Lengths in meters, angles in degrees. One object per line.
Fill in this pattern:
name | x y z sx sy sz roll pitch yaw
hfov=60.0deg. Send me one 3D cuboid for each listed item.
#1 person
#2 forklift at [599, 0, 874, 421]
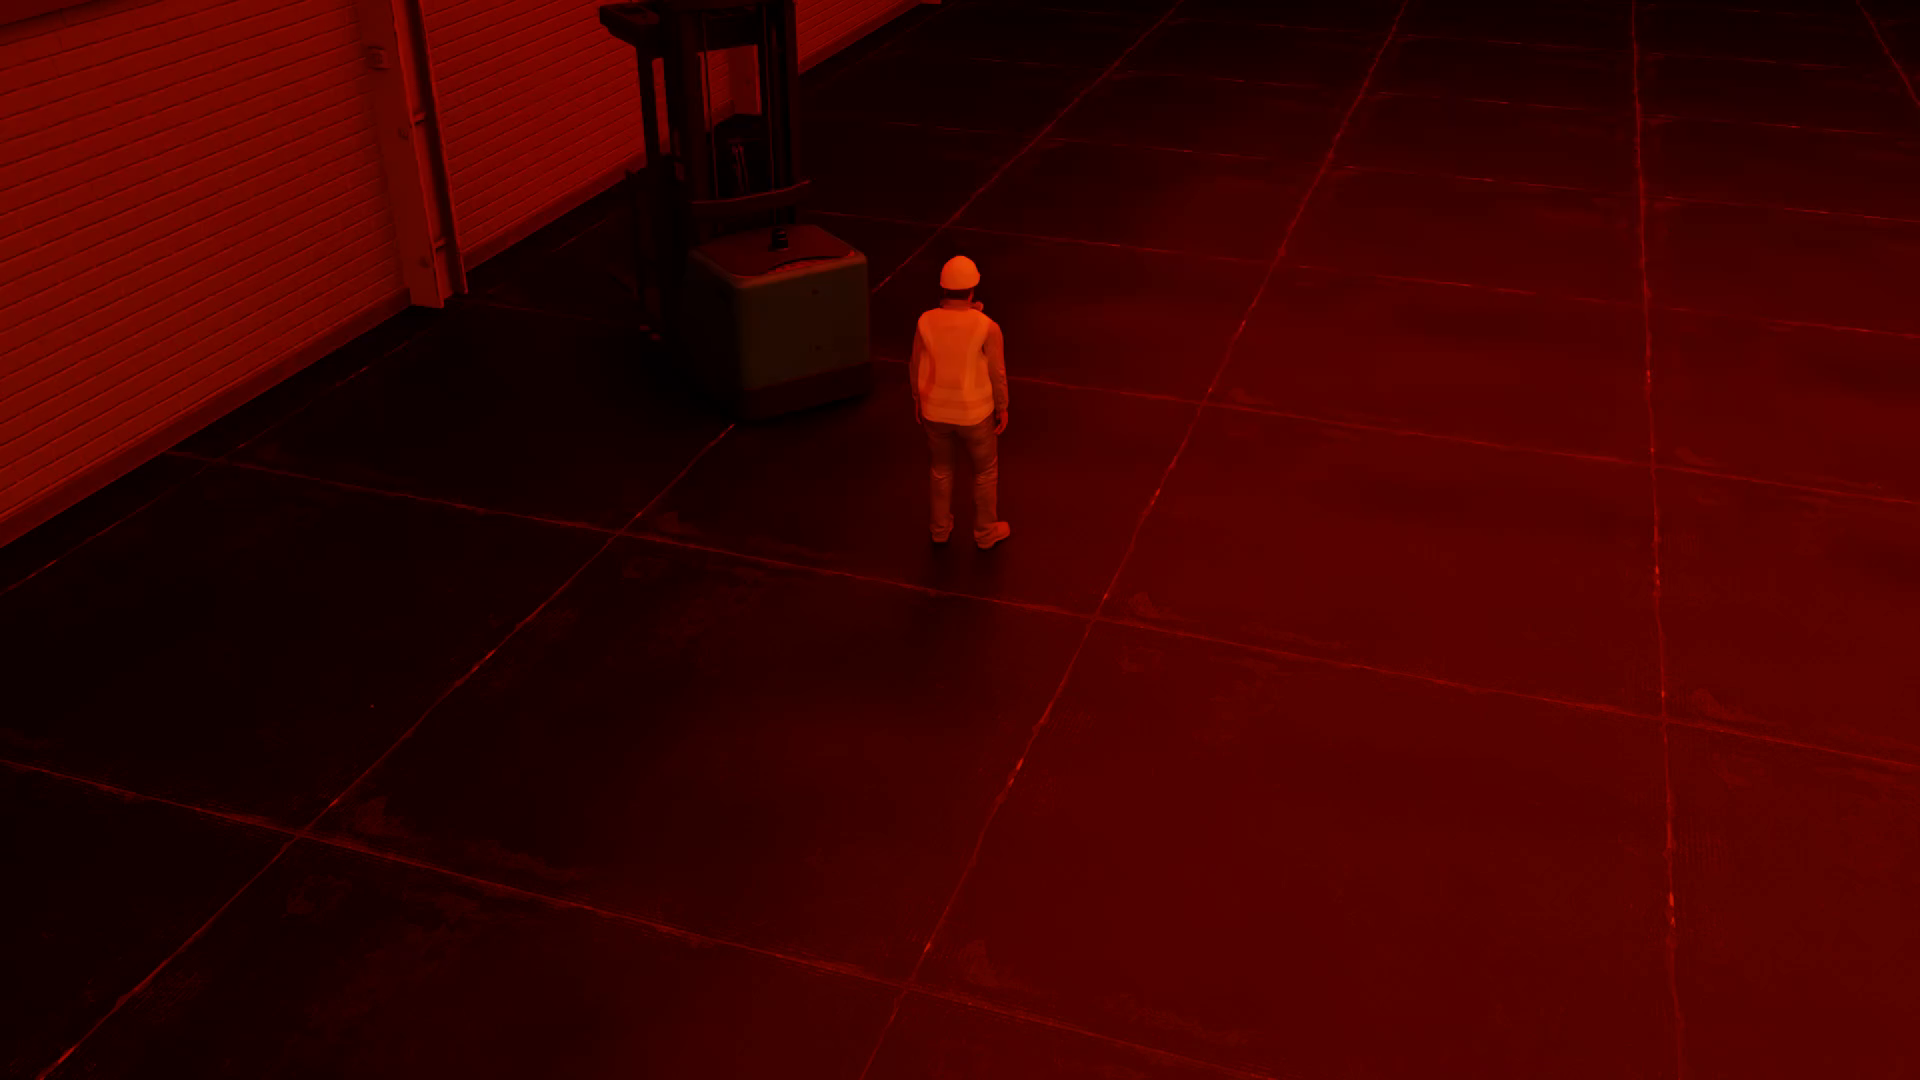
person | -0.001 -0.782 9.680 0.580 1.770 0.463 9 31 15
forklift | -1.828 -2.774 12.003 1.130 2.935 3.031 -17 34 -28
